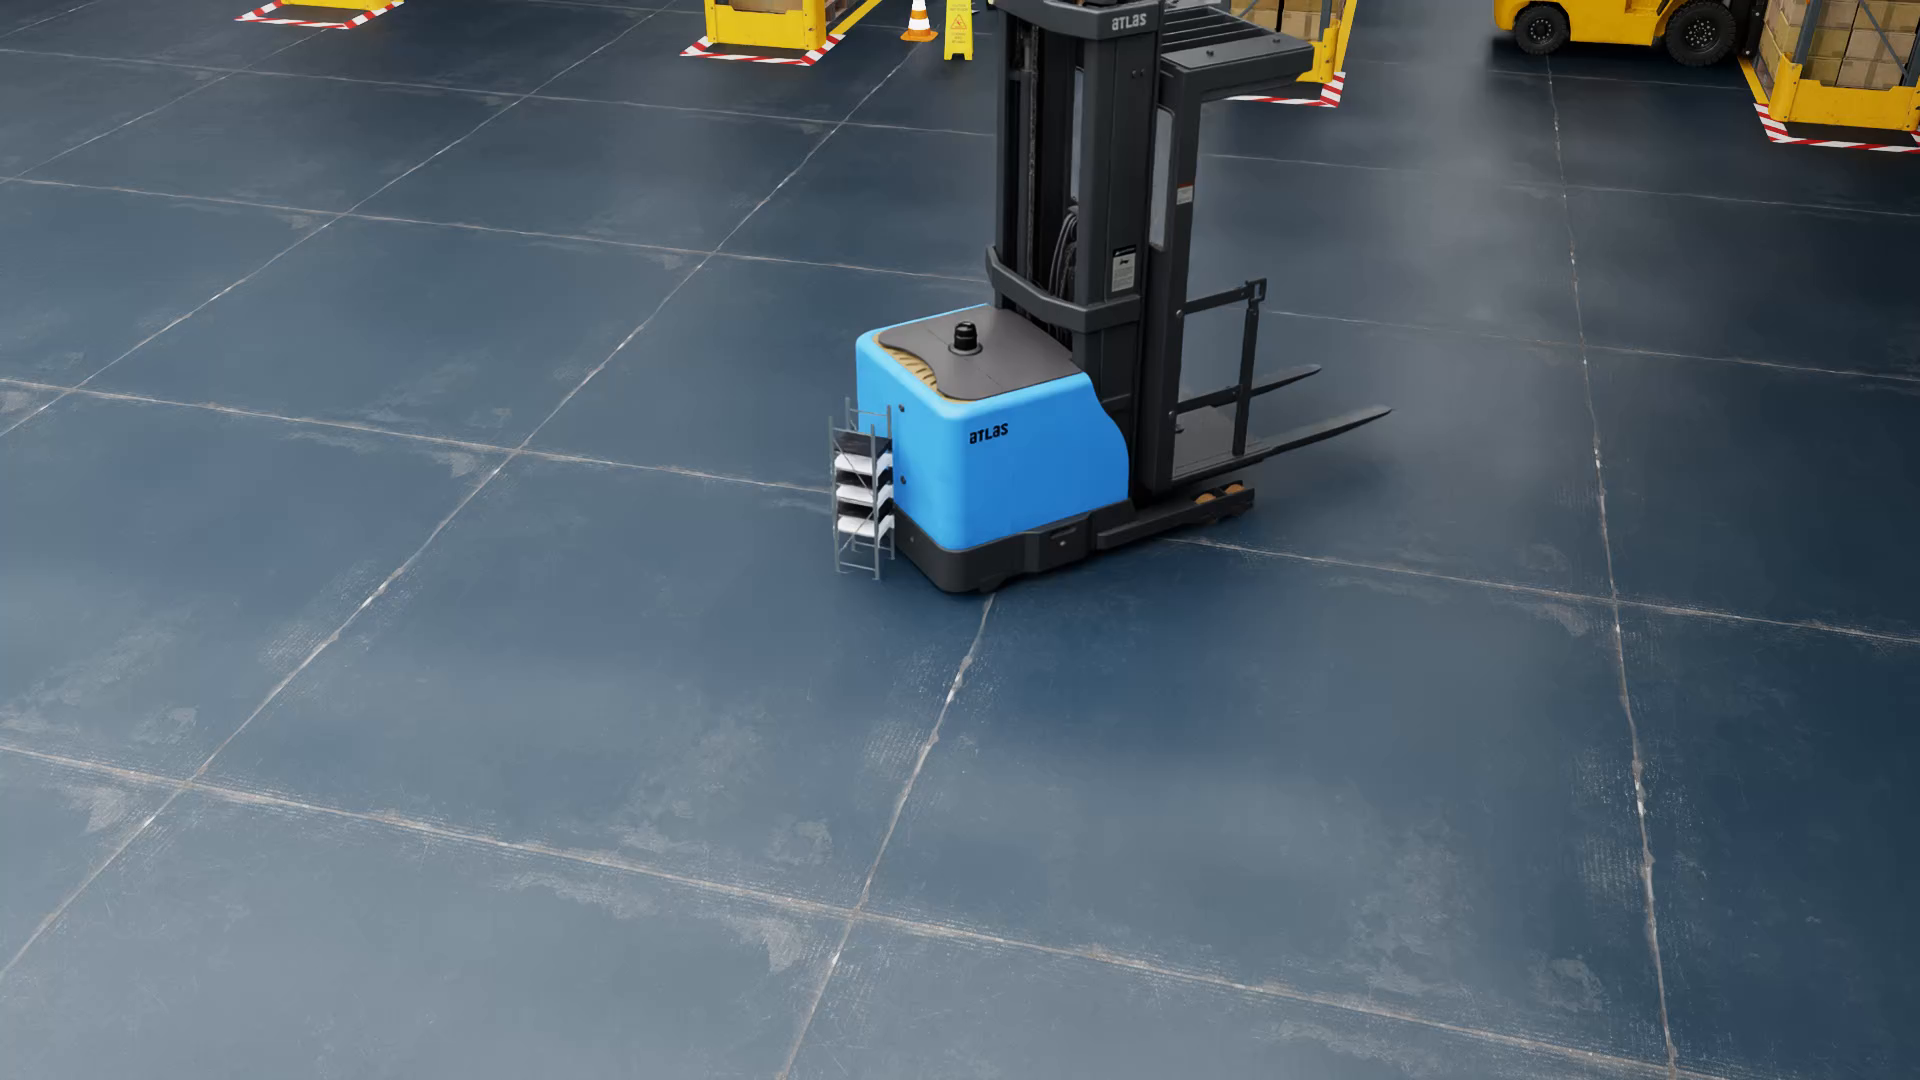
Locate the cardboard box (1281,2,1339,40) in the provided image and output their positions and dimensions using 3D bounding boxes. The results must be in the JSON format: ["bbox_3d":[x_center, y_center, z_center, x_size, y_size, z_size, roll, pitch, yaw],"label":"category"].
[{"bbox_3d":[3.370,-5.018,16.019,0.500,0.250,0.500,8,33,12],"label":"cardboard box"}]

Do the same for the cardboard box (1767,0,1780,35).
[{"bbox_3d":[7.658,-4.728,15.097,0.500,0.250,0.500,8,33,12],"label":"cardboard box"}]

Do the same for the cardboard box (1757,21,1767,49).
[{"bbox_3d":[7.784,-4.765,15.621,0.500,0.250,0.500,8,33,13],"label":"cardboard box"}]

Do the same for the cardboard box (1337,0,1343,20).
[{"bbox_3d":[3.507,-5.282,16.434,0.500,0.250,0.500,9,34,14],"label":"cardboard box"}]

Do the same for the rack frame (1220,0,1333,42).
[{"bbox_3d":[2.898,-5.620,14.795,1.000,3.000,0.127,8,33,12],"label":"rack frame"}]

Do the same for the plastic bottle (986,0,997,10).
[{"bbox_3d":[0.350,-5.700,17.659,0.133,0.061,0.283,-3,33,-4],"label":"plastic bottle"}]

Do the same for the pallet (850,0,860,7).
[{"bbox_3d":[-1.477,-6.122,18.183,1.003,0.211,1.213,8,33,12],"label":"pallet"}]

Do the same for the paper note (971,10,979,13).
[{"bbox_3d":[0.113,-5.549,17.452,0.144,0.017,0.142,20,38,29],"label":"paper note"}]

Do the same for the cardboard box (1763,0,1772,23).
[{"bbox_3d":[7.769,-4.999,15.523,0.500,0.250,0.500,7,33,11],"label":"cardboard box"}]

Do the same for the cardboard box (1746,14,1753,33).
[{"bbox_3d":[7.894,-5.038,16.050,0.500,0.250,0.500,9,34,14],"label":"cardboard box"}]

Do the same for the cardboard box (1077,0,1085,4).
[{"bbox_3d":[0.894,-5.823,17.441,0.797,0.503,0.637,-14,35,-21],"label":"cardboard box"}]

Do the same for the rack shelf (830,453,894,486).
[{"bbox_3d":[-0.485,-0.370,8.219,0.258,0.077,0.200,11,34,17],"label":"rack shelf"}]

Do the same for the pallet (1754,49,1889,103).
[{"bbox_3d":[7.853,-4.172,15.116,1.003,0.211,1.213,8,33,12],"label":"pallet"}]

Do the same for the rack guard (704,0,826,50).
[{"bbox_3d":[-1.922,-5.174,16.423,1.175,0.500,0.348,8,33,12],"label":"rack guard"}]

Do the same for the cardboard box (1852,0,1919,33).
[{"bbox_3d":[8.005,-4.609,14.443,0.500,0.250,0.500,8,33,12],"label":"cardboard box"}]

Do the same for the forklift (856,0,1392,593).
[{"bbox_3d":[0.994,-1.544,8.447,3.031,2.935,1.130,-17,36,-25],"label":"forklift"}]

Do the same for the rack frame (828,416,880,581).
[{"bbox_3d":[-0.520,-0.195,8.217,0.240,0.900,0.006,11,34,17],"label":"rack frame"}]

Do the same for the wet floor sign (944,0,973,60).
[{"bbox_3d":[-0.008,-4.964,15.956,0.267,0.644,0.232,3,33,4],"label":"wet floor sign"}]

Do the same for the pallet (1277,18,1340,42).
[{"bbox_3d":[3.157,-4.900,16.261,1.003,0.211,1.213,8,33,12],"label":"pallet"}]

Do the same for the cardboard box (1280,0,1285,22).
[{"bbox_3d":[2.982,-5.361,16.558,0.500,0.250,0.500,8,33,13],"label":"cardboard box"}]

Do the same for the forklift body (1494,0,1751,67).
[{"bbox_3d":[6.416,-5.821,15.901,2.313,2.155,1.214,8,33,12],"label":"forklift body"}]

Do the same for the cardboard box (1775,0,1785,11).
[{"bbox_3d":[7.639,-4.932,14.952,0.500,0.250,0.500,9,33,13],"label":"cardboard box"}]

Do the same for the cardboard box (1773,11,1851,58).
[{"bbox_3d":[7.521,-4.469,14.690,0.500,0.250,0.500,8,33,12],"label":"cardboard box"}]

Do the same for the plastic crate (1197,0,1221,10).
[{"bbox_3d":[2.721,-5.761,17.737,0.402,0.080,0.583,-3,33,-4],"label":"plastic crate"}]

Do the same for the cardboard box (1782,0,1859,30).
[{"bbox_3d":[7.515,-4.667,14.534,0.500,0.250,0.500,9,34,14],"label":"cardboard box"}]

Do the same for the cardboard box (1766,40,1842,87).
[{"bbox_3d":[7.513,-4.250,14.811,0.500,0.250,0.500,8,33,13],"label":"cardboard box"}]

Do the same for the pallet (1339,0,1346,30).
[{"bbox_3d":[3.469,-5.531,17.253,1.003,0.211,1.213,8,33,12],"label":"pallet"}]

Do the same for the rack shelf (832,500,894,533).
[{"bbox_3d":[-0.485,-0.142,8.364,0.258,0.077,0.200,11,34,17],"label":"rack shelf"}]

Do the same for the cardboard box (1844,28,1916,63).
[{"bbox_3d":[8.020,-4.390,14.565,0.500,0.250,0.500,9,33,13],"label":"cardboard box"}]

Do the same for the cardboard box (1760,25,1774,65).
[{"bbox_3d":[7.649,-4.507,15.215,0.500,0.250,0.500,8,33,12],"label":"cardboard box"}]

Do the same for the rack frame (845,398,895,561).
[{"bbox_3d":[-0.450,-0.297,8.378,0.240,0.900,0.006,11,34,17],"label":"rack frame"}]

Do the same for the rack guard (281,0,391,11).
[{"bbox_3d":[-6.669,-5.954,17.650,1.175,0.500,0.348,8,33,12],"label":"rack guard"}]

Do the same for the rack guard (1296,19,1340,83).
[{"bbox_3d":[2.917,-4.605,15.527,1.175,0.500,0.348,8,33,12],"label":"rack guard"}]

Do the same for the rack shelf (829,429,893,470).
[{"bbox_3d":[-0.485,-0.446,8.171,0.258,0.077,0.200,11,34,17],"label":"rack shelf"}]

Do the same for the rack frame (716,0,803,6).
[{"bbox_3d":[-1.916,-6.242,15.772,1.000,3.000,0.127,8,33,12],"label":"rack frame"}]

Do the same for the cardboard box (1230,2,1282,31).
[{"bbox_3d":[2.848,-5.106,16.157,0.500,0.250,0.500,8,33,12],"label":"cardboard box"}]

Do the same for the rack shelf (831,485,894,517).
[{"bbox_3d":[-0.485,-0.218,8.316,0.258,0.077,0.200,11,34,17],"label":"rack shelf"}]

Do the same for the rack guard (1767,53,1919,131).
[{"bbox_3d":[7.694,-3.879,14.386,1.175,0.500,0.348,8,33,12],"label":"rack guard"}]

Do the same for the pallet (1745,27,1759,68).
[{"bbox_3d":[8.165,-4.803,16.109,1.003,0.211,1.213,8,33,12],"label":"pallet"}]

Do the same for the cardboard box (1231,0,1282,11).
[{"bbox_3d":[2.849,-5.405,15.928,0.500,0.500,0.500,8,33,13],"label":"cardboard box"}]

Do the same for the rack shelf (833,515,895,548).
[{"bbox_3d":[-0.485,-0.066,8.412,0.258,0.077,0.200,11,34,17],"label":"rack shelf"}]

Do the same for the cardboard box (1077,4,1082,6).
[{"bbox_3d":[1.276,-5.372,17.062,0.380,0.149,0.250,28,42,36],"label":"cardboard box"}]

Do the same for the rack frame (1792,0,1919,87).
[{"bbox_3d":[7.700,-4.946,13.735,1.000,3.000,0.127,8,33,12],"label":"rack frame"}]

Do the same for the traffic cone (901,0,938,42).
[{"bbox_3d":[-0.408,-5.253,16.582,0.336,0.463,0.334,8,33,12],"label":"traffic cone"}]

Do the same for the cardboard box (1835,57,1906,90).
[{"bbox_3d":[8.013,-4.192,14.719,0.500,0.250,0.500,8,33,13],"label":"cardboard box"}]

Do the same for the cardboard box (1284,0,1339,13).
[{"bbox_3d":[3.375,-5.347,15.837,0.500,0.500,0.500,7,33,11],"label":"cardboard box"}]

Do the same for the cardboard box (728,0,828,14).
[{"bbox_3d":[-1.808,-5.883,16.798,0.875,0.875,0.875,8,33,13],"label":"cardboard box"}]

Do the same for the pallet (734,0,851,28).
[{"bbox_3d":[-1.789,-5.491,17.190,1.003,0.211,1.213,8,33,12],"label":"pallet"}]

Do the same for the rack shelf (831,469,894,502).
[{"bbox_3d":[-0.485,-0.294,8.267,0.258,0.077,0.200,11,34,17],"label":"rack shelf"}]

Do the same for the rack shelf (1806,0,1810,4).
[{"bbox_3d":[8.207,-5.681,15.560,1.077,0.370,4.000,8,33,12],"label":"rack shelf"}]

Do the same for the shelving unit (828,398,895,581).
[{"bbox_3d":[-0.485,-0.246,8.298,0.258,0.900,0.210,11,34,17],"label":"shelving unit"}]
